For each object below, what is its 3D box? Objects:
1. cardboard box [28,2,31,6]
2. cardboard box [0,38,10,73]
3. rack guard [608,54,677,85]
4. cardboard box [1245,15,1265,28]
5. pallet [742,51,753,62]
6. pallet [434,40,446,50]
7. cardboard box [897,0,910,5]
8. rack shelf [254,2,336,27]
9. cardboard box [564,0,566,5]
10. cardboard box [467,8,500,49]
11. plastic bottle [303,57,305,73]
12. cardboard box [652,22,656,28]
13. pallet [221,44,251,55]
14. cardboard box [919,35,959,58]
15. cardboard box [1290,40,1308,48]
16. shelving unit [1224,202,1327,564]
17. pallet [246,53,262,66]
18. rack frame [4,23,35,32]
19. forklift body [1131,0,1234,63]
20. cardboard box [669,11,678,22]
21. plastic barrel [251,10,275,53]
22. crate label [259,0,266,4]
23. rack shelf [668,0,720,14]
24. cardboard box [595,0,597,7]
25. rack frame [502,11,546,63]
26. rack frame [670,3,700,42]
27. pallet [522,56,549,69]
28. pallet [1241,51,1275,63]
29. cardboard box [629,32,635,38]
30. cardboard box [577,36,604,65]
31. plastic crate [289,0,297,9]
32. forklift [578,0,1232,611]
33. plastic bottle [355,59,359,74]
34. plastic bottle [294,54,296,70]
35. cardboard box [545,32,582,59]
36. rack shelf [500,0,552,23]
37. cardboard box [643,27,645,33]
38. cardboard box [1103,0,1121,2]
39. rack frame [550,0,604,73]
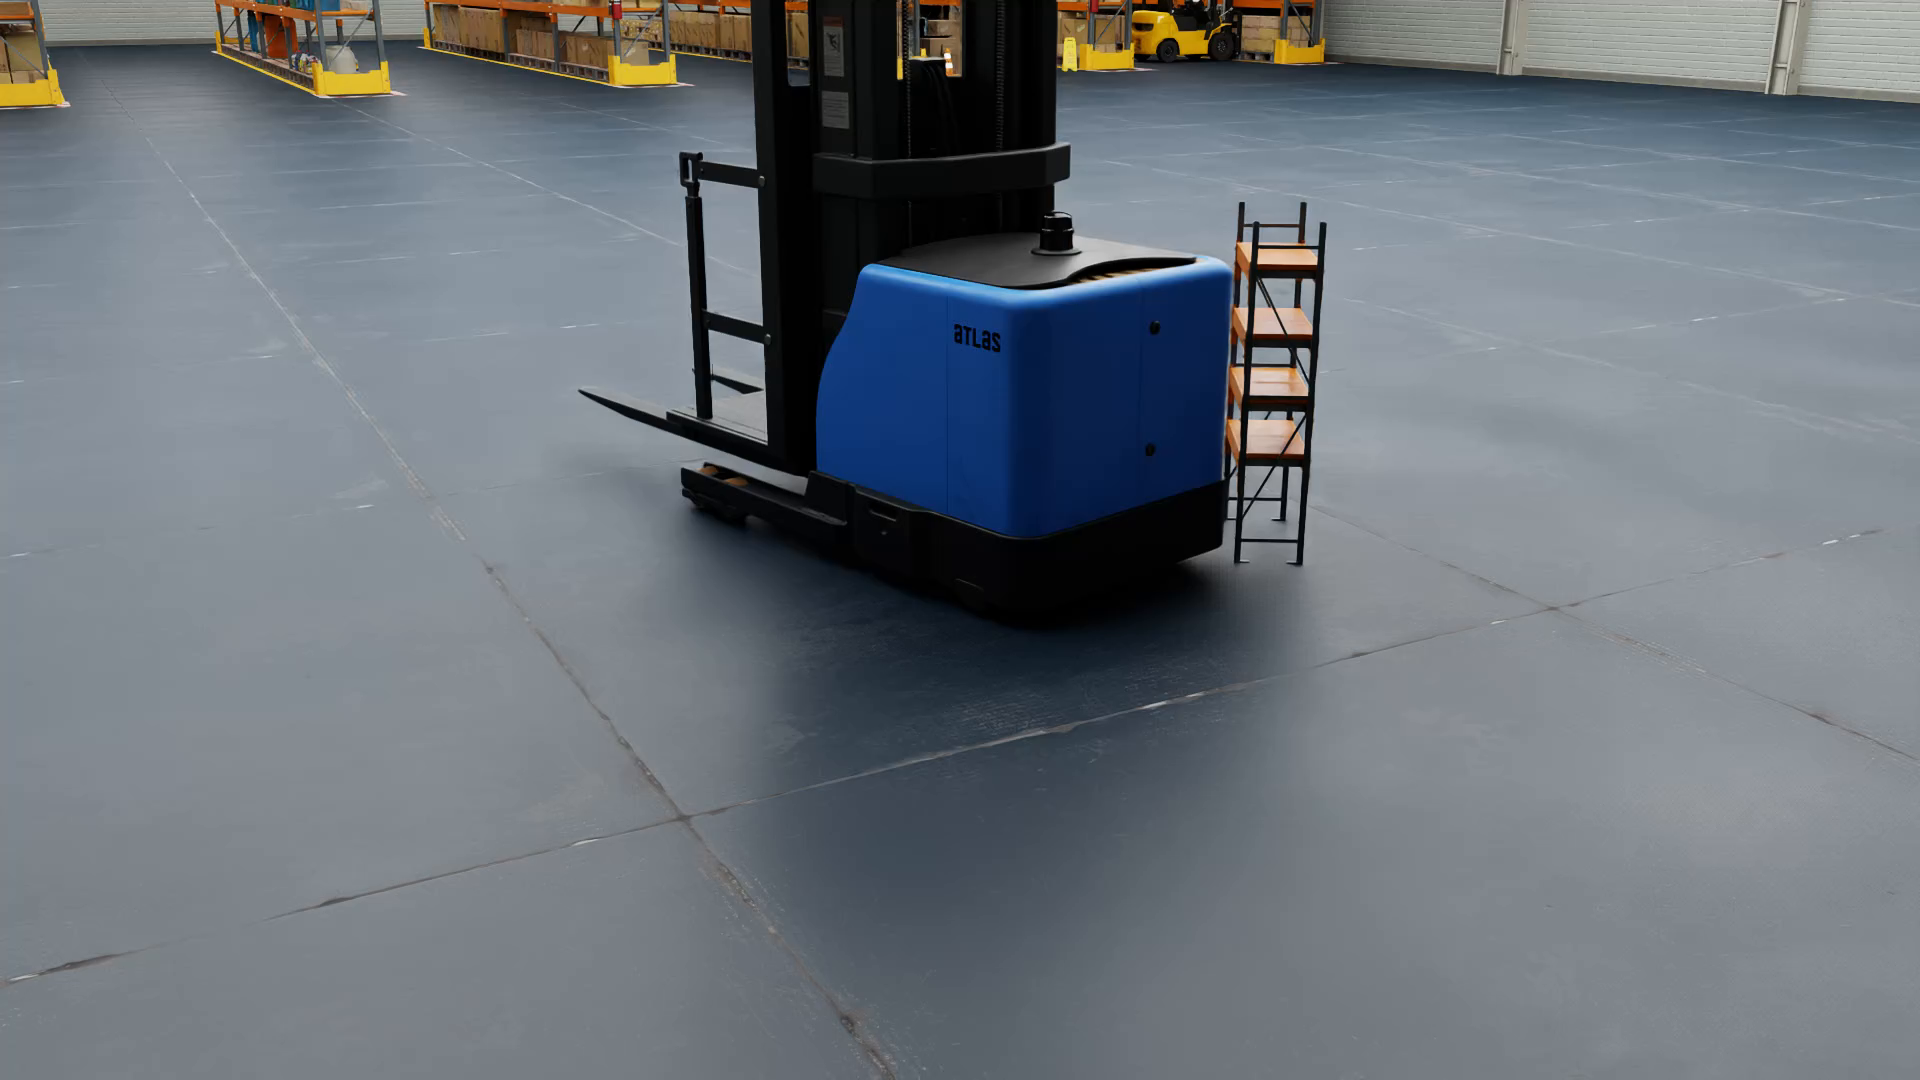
[{"bbox_3d":[-17.507,-10.029,30.983,0.380,0.149,0.250,-10,21,-27],"label":"cardboard box"},{"bbox_3d":[-14.895,-7.428,25.481,0.500,0.500,0.500,-10,21,-27],"label":"cardboard box"},{"bbox_3d":[-5.695,-8.440,29.825,1.175,0.500,0.348,-10,21,-27],"label":"rack guard"},{"bbox_3d":[6.689,-11.506,36.916,0.500,0.250,0.500,-10,21,-26],"label":"cardboard box"},{"bbox_3d":[-4.161,-10.730,36.904,1.003,0.211,1.213,-10,21,-27],"label":"pallet"},{"bbox_3d":[-12.808,-12.658,42.490,1.003,0.211,1.213,-10,21,-27],"label":"pallet"},{"bbox_3d":[-1.462,-10.510,31.761,0.875,0.550,0.550,-10,21,-27],"label":"cardboard box"},{"bbox_3d":[-12.867,-10.215,32.240,1.077,0.370,4.000,-10,21,-27],"label":"rack shelf"},{"bbox_3d":[-7.343,-10.310,31.796,0.380,0.149,0.250,-10,21,-27],"label":"cardboard box"},{"bbox_3d":[-10.610,-11.802,38.349,1.225,0.875,0.875,-11,22,-29],"label":"cardboard box"},{"bbox_3d":[-11.437,-8.329,29.172,0.152,0.276,0.135,-11,22,-28],"label":"plastic bottle"},{"bbox_3d":[-7.623,-13.116,42.357,0.380,0.149,0.250,-10,22,-27],"label":"cardboard box"},{"bbox_3d":[-17.258,-11.865,40.193,1.003,0.211,1.213,-10,21,-27],"label":"pallet"},{"bbox_3d":[-0.451,-10.399,35.287,0.797,0.637,0.503,-10,21,-27],"label":"cardboard box"},{"bbox_3d":[7.368,-10.975,36.910,0.500,0.250,0.500,-10,21,-26],"label":"cardboard box"},{"bbox_3d":[1.107,-0.565,5.930,0.258,1.200,0.503,1,19,3],"label":"shelving unit"},{"bbox_3d":[-14.803,-10.381,35.892,1.003,0.211,1.213,-10,21,-27],"label":"pallet"},{"bbox_3d":[-18.177,-10.363,31.566,1.000,3.000,0.127,-10,21,-27],"label":"rack frame"},{"bbox_3d":[4.923,-11.766,36.931,2.313,2.155,1.214,-10,21,-27],"label":"forklift body"},{"bbox_3d":[-6.825,-12.903,40.963,0.500,0.250,0.500,-11,22,-29],"label":"cardboard box"},{"bbox_3d":[-15.136,-11.122,36.339,0.600,0.901,0.708,-10,21,-27],"label":"plastic barrel"},{"bbox_3d":[-13.583,-10.819,32.833,0.502,0.435,0.616,-10,21,-27],"label":"crate label"},{"bbox_3d":[-5.994,-12.870,39.933,1.077,0.370,4.000,-10,21,-27],"label":"rack shelf"},{"bbox_3d":[-6.445,-9.819,30.374,0.380,0.149,0.250,-10,21,-27],"label":"cardboard box"},{"bbox_3d":[-9.457,-11.897,36.010,1.000,3.000,0.127,-10,21,-27],"label":"rack frame"},{"bbox_3d":[-6.944,-13.784,41.480,1.000,3.000,0.127,-10,21,-27],"label":"rack frame"},{"bbox_3d":[-8.512,-10.004,34.800,1.003,0.211,1.213,-10,21,-27],"label":"pallet"},{"bbox_3d":[7.029,-10.800,37.106,1.003,0.211,1.213,-10,21,-27],"label":"pallet"},{"bbox_3d":[-8.531,-13.360,43.978,0.380,0.149,0.250,-10,21,-26],"label":"cardboard box"},{"bbox_3d":[-7.125,-9.481,32.197,0.500,0.500,0.500,-3,19,-9],"label":"cardboard box"},{"bbox_3d":[-11.521,-9.448,29.237,0.450,0.188,0.662,-10,21,-27],"label":"plastic crate"},{"bbox_3d":[-0.435,-1.559,6.155,1.130,2.935,3.031,-17,25,-40],"label":"forklift"},{"bbox_3d":[-10.604,-8.320,29.152,0.097,0.271,0.097,0,19,0],"label":"plastic bottle"},{"bbox_3d":[-11.974,-8.654,30.113,0.152,0.276,0.135,-9,21,-25],"label":"plastic bottle"},{"bbox_3d":[-8.041,-10.094,33.944,0.700,0.500,0.500,-10,21,-27],"label":"cardboard box"},{"bbox_3d":[-8.508,-10.983,34.463,1.077,0.370,4.000,-10,21,-27],"label":"rack shelf"},{"bbox_3d":[-8.025,-13.287,43.311,0.380,0.149,0.250,-9,21,-24],"label":"cardboard box"},{"bbox_3d":[3.084,-11.146,34.219,0.380,0.149,0.250,-10,21,-26],"label":"cardboard box"},{"bbox_3d":[-7.558,-10.748,32.682,1.000,3.000,0.127,-10,21,-27],"label":"rack frame"}]
